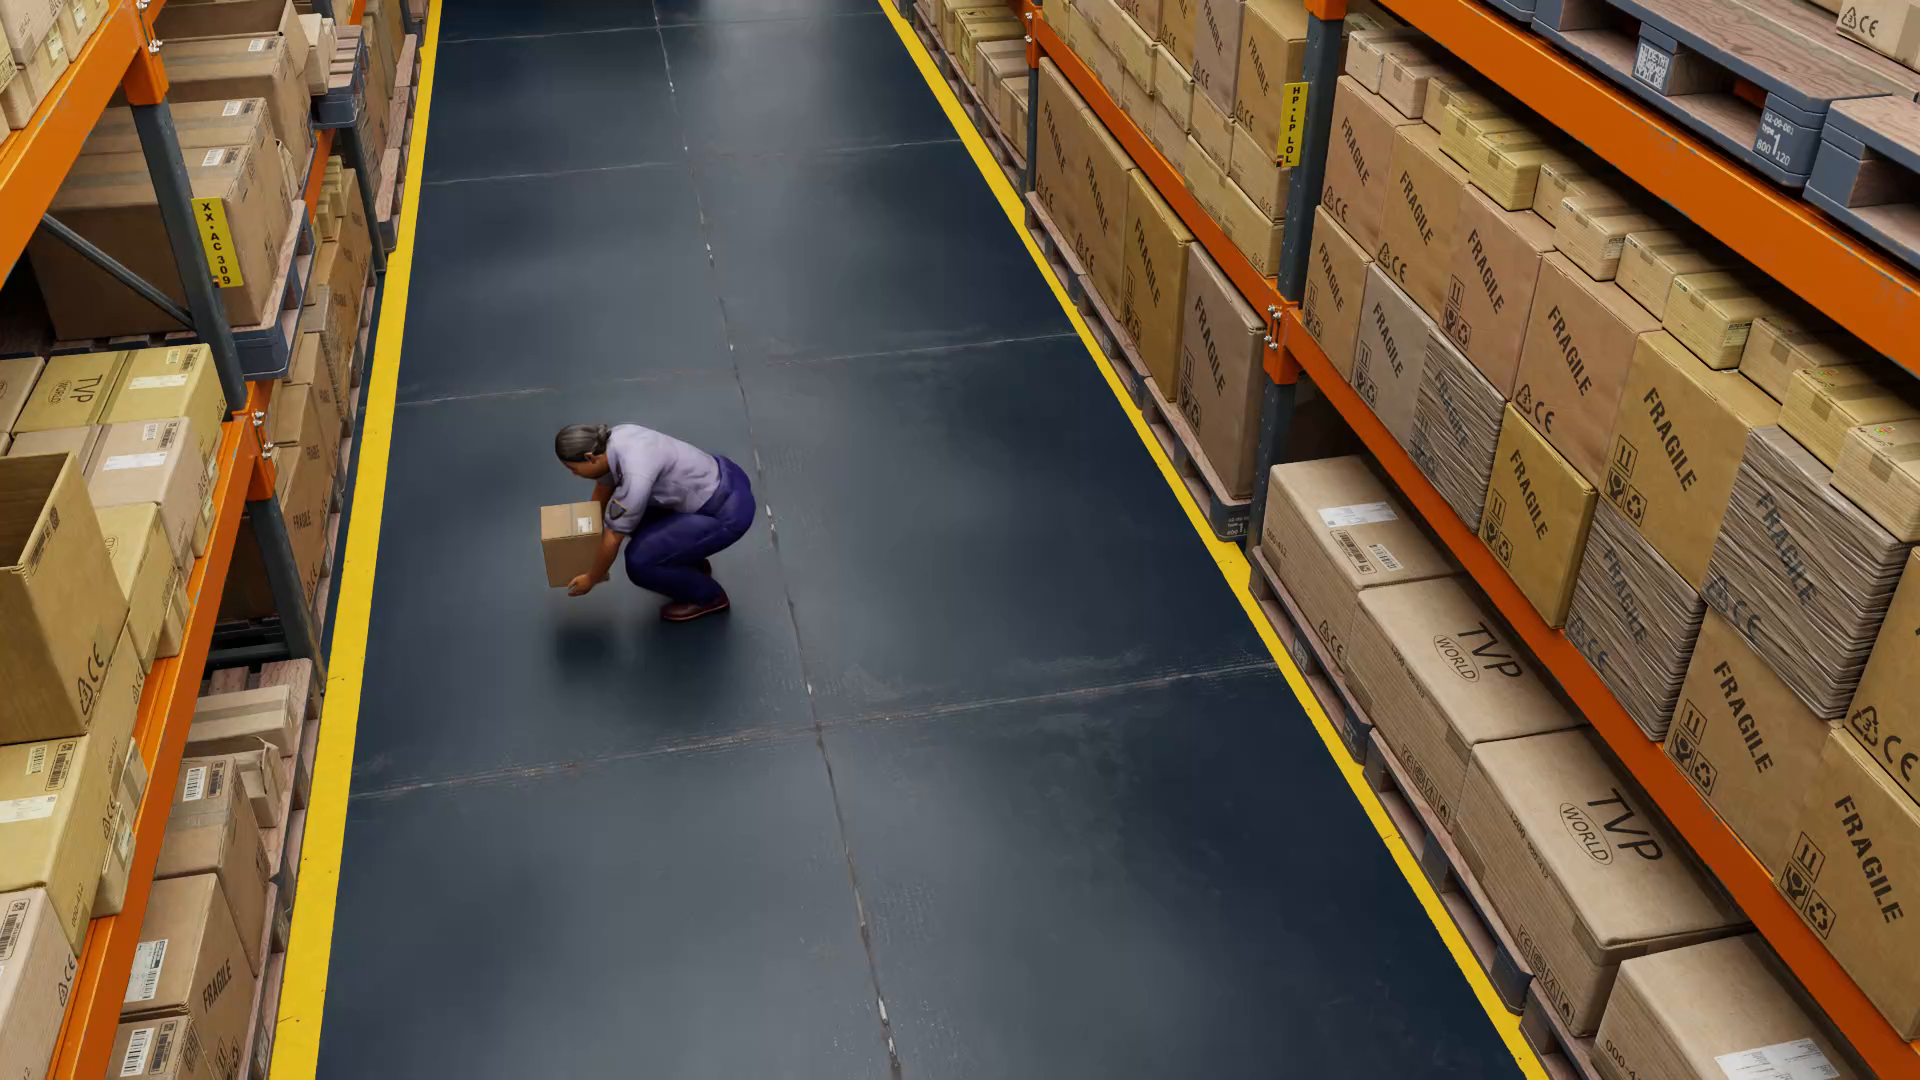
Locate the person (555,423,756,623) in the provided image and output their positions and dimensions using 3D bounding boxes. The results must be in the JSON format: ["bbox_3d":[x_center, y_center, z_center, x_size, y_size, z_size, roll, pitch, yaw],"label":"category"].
[{"bbox_3d":[-1.276,-0.127,6.971,0.830,0.943,0.516,-7,35,-11],"label":"person"}]
